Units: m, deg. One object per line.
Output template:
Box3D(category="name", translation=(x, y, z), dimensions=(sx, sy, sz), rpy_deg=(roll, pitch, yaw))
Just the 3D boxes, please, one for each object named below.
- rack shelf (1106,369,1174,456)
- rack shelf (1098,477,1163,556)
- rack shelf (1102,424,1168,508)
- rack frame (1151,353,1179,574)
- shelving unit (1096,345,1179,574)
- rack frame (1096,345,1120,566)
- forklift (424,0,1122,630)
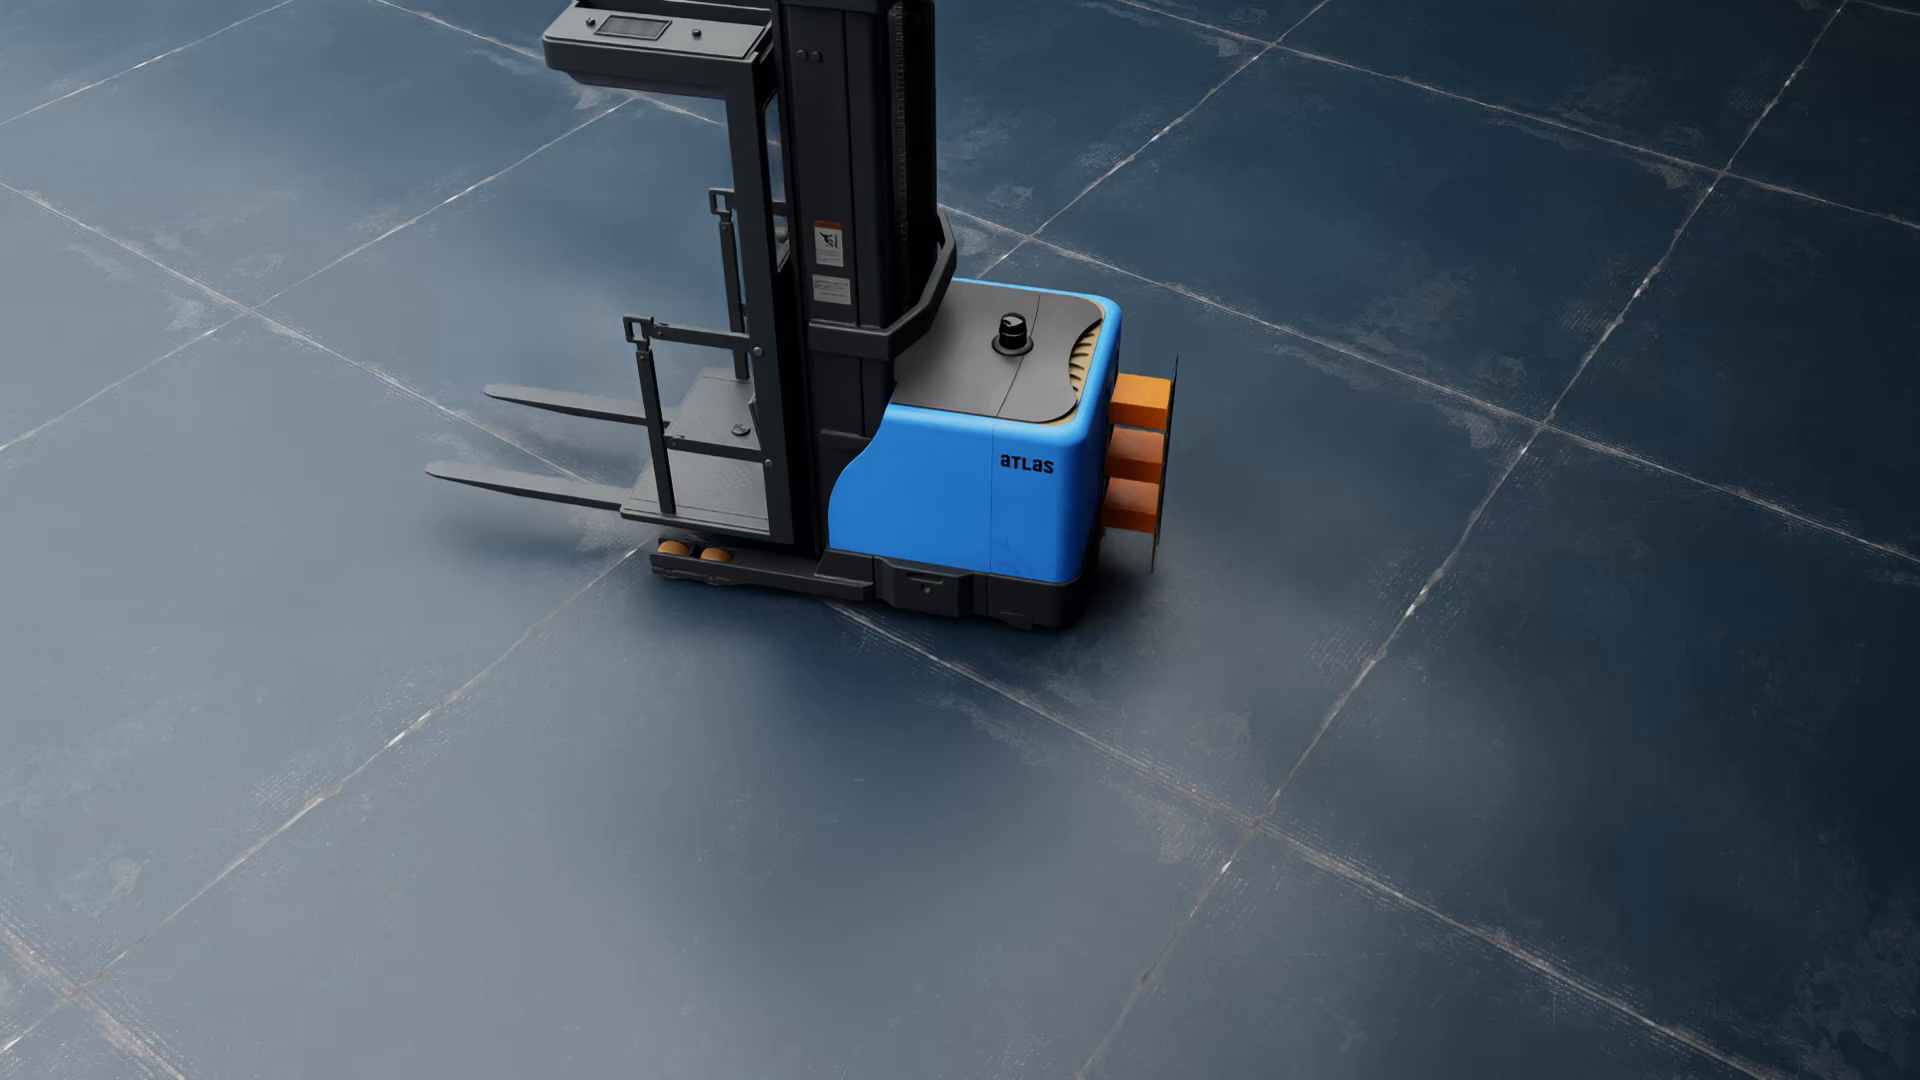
Box3D(category="rack shelf", translation=(0.747, -0.528, 6.892), dimensions=(0.240, 0.259, 0.215), rpy_deg=(9, 43, 10))
Box3D(category="rack shelf", translation=(0.747, -0.110, 7.266), dimensions=(0.240, 0.259, 0.215), rpy_deg=(9, 43, 10))
Box3D(category="rack shelf", translation=(0.747, -0.317, 7.081), dimensions=(0.240, 0.259, 0.215), rpy_deg=(9, 43, 10))
Box3D(category="rack frame", translation=(0.866, -0.307, 7.054), dimensions=(0.008, 1.050, 0.200), rpy_deg=(9, 43, 10))
Box3D(category="shelving unit", translation=(0.747, -0.325, 7.074), dimensions=(0.252, 1.050, 0.215), rpy_deg=(9, 43, 10))
Box3D(category="rack frame", translation=(0.629, -0.343, 7.095), dimensions=(0.008, 1.050, 0.200), rpy_deg=(9, 43, 10))
Box3D(category="forklift", translation=(-0.874, -1.227, 6.672), dimensions=(3.031, 2.935, 1.130), rpy_deg=(9, 43, 10))
